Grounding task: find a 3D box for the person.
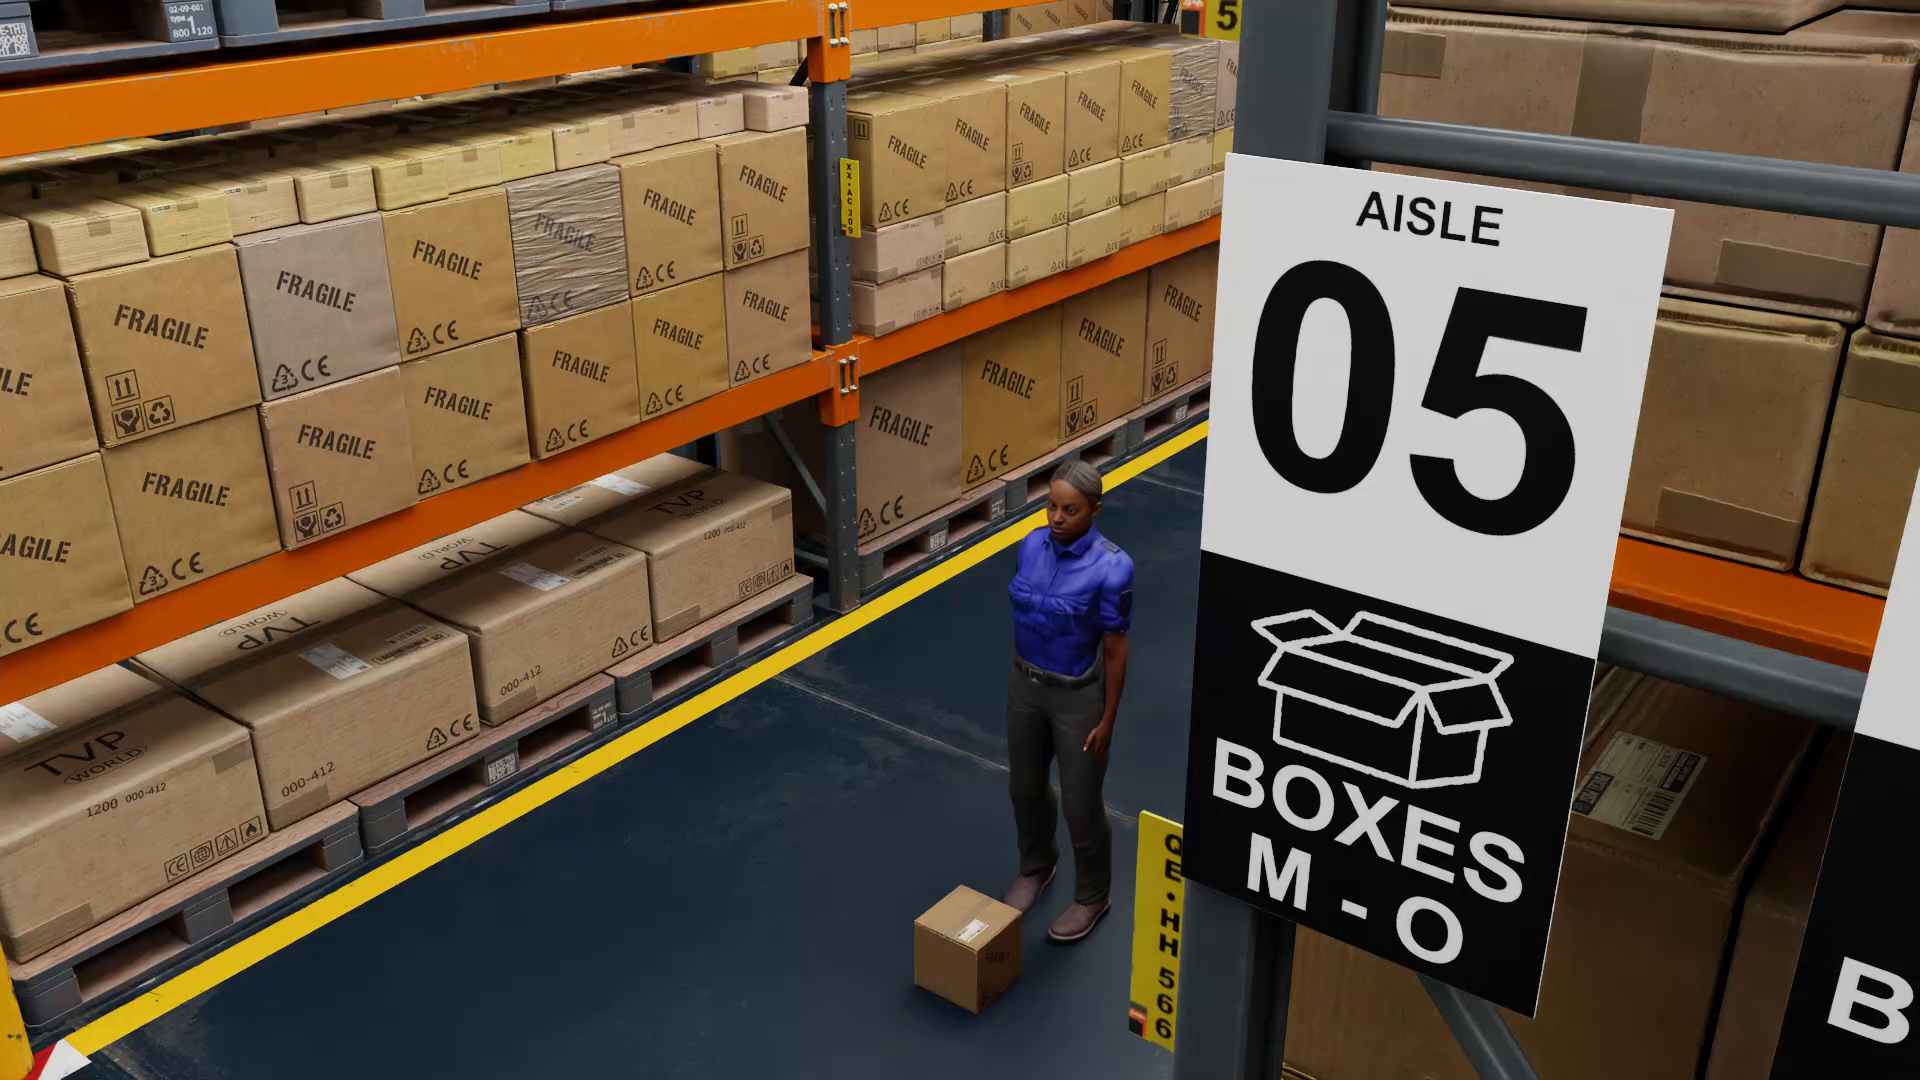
[{"bbox_3d":[0.341,0.532,5.423,0.436,1.675,0.322,18,29,35],"label":"person"}]
